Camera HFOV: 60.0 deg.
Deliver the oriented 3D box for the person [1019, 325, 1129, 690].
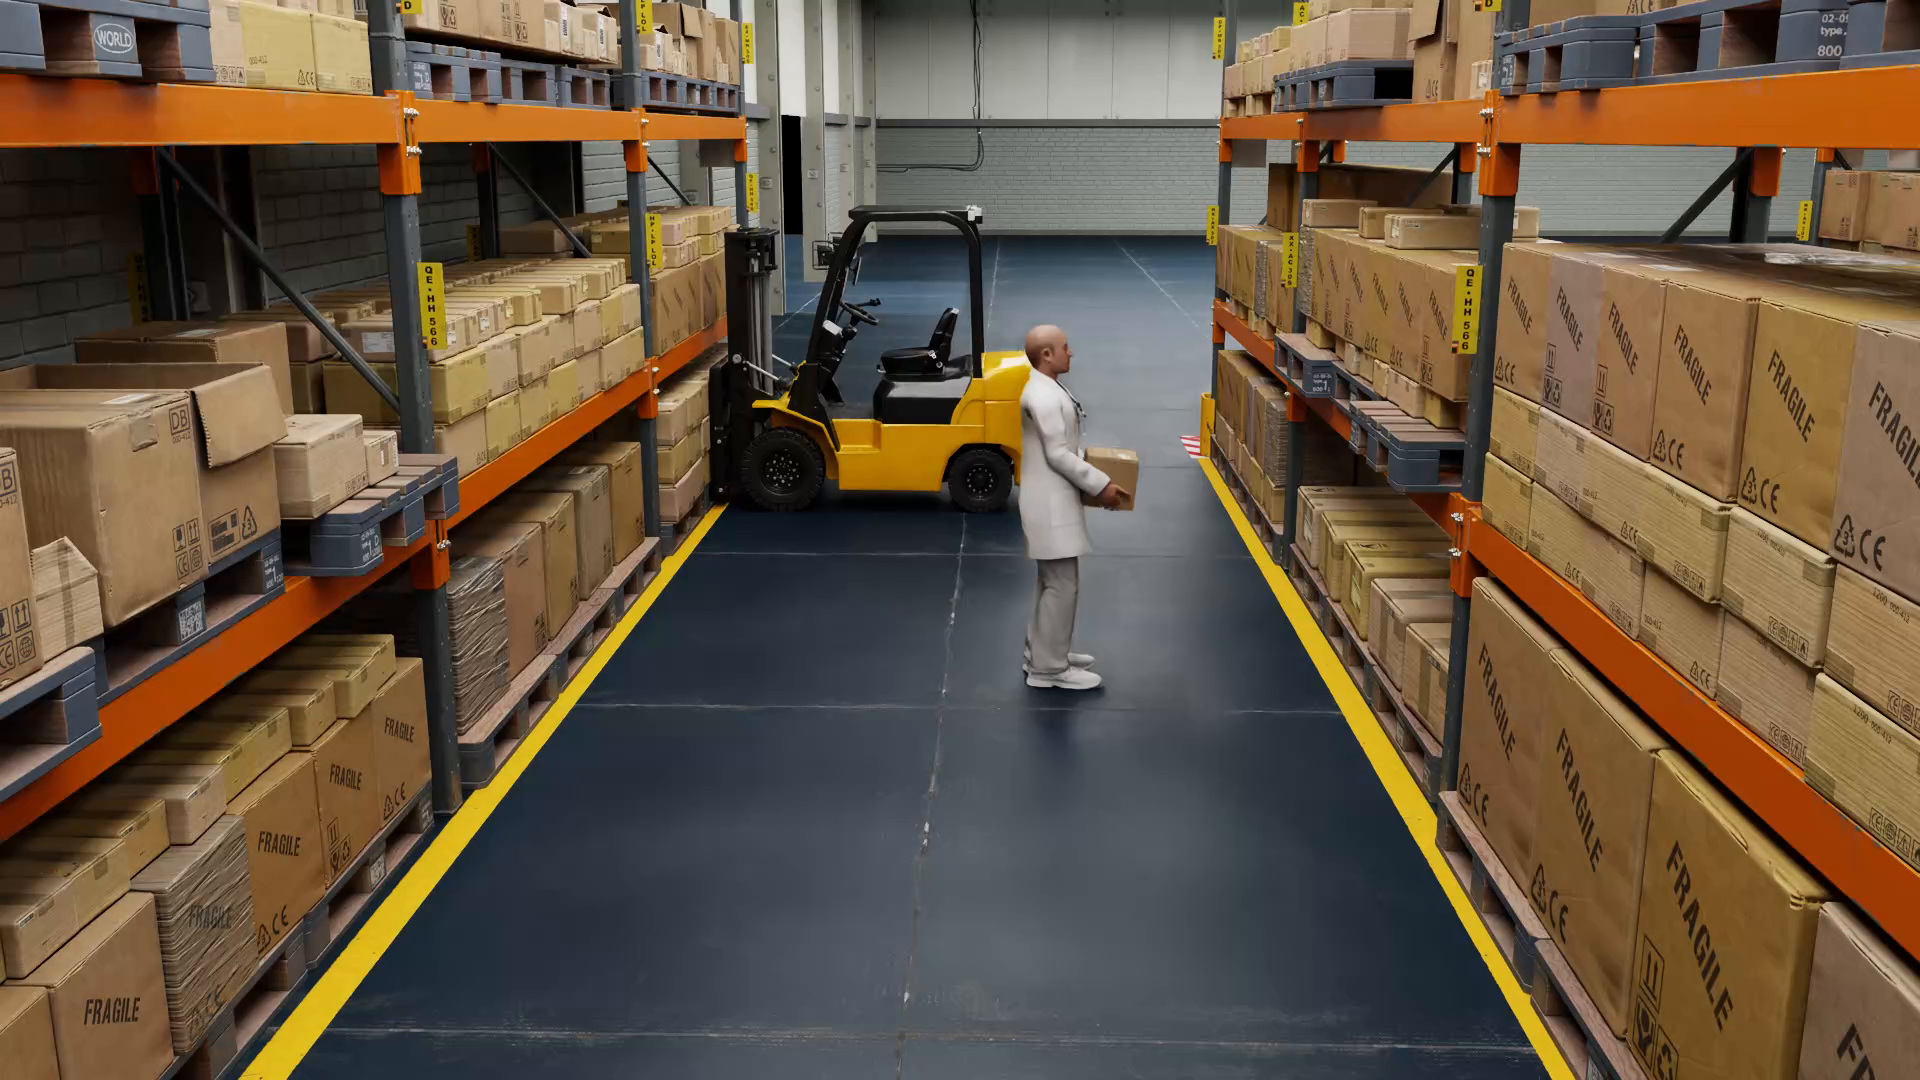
[{"bbox_3d":[0.554,-0.167,8.202,0.535,1.780,0.548,0,14,1],"label":"person"}]
